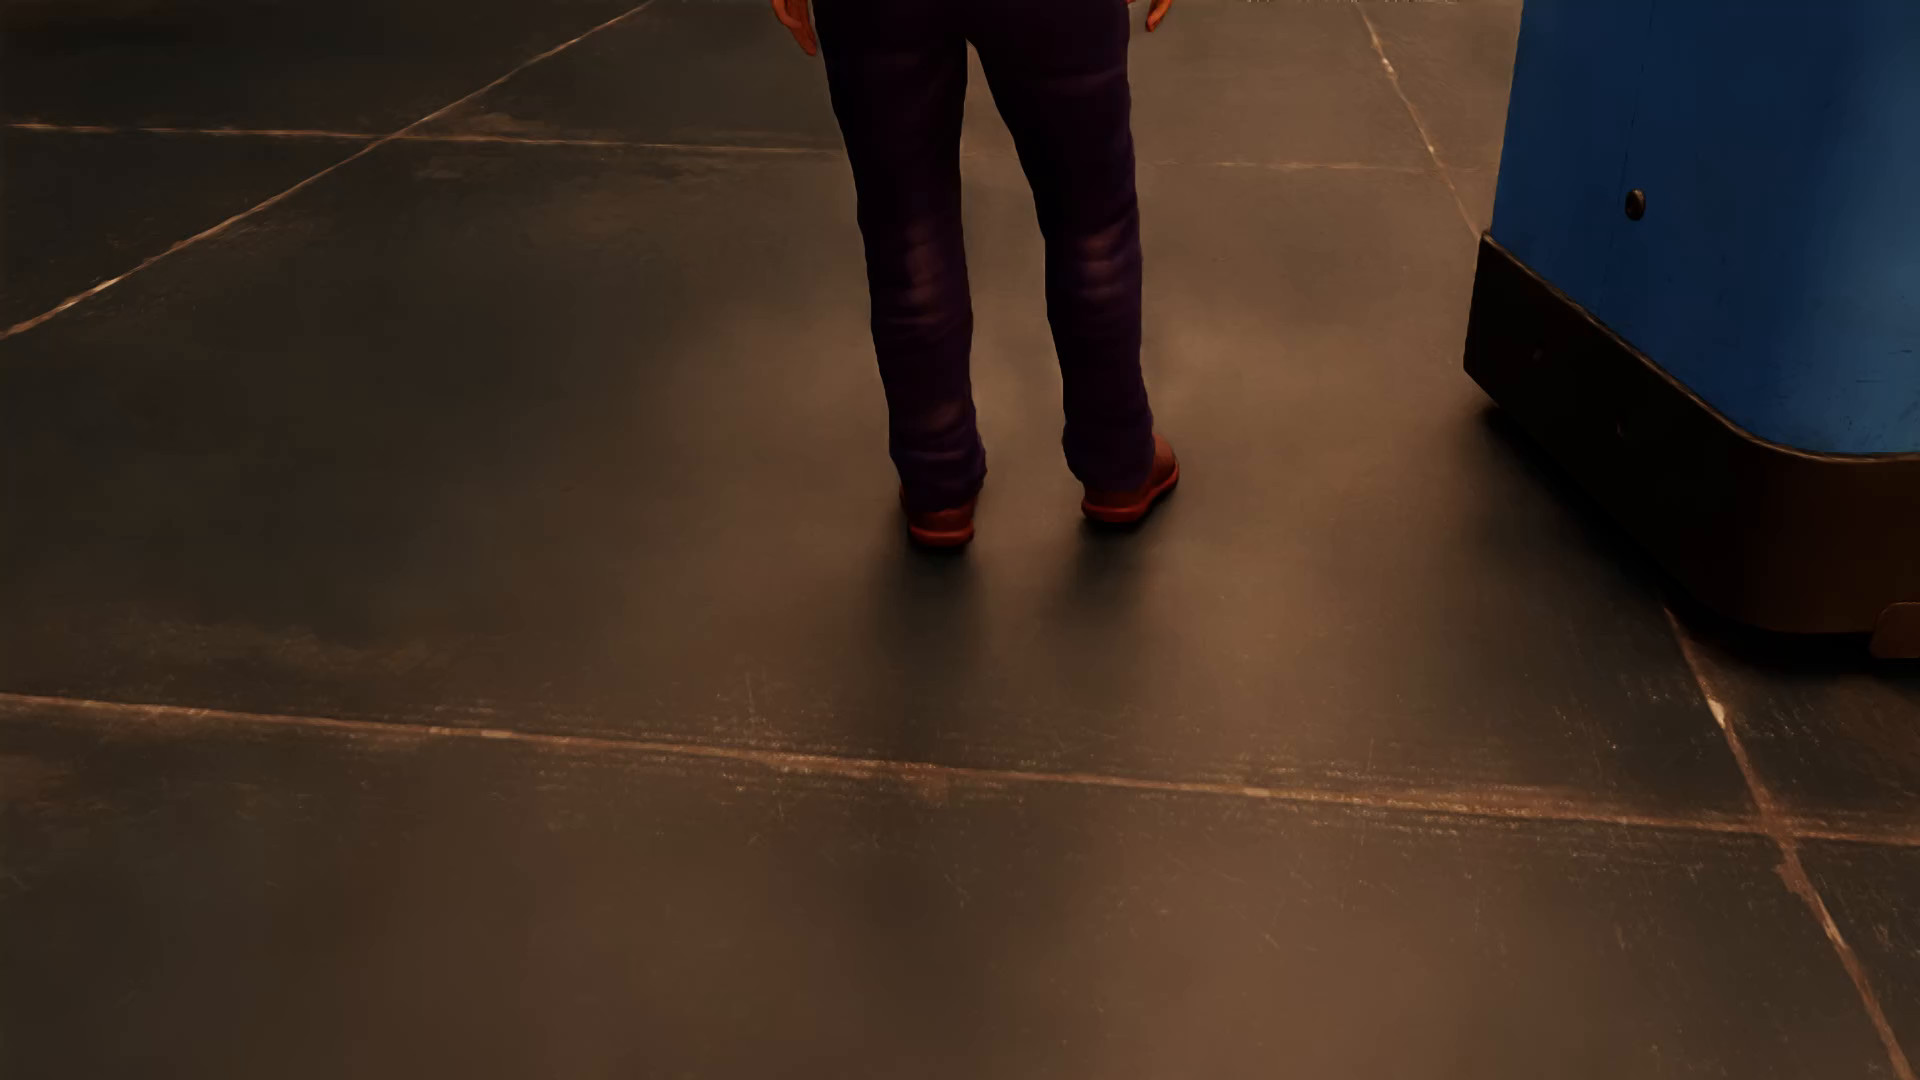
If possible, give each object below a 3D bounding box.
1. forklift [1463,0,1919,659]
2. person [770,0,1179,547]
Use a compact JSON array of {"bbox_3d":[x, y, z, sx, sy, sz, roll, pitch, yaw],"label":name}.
[{"bbox_3d":[2.438,-1.416,2.055,3.031,2.935,1.130,-2,27,-4],"label":"forklift"},{"bbox_3d":[0.034,-0.778,2.208,0.599,1.640,0.502,3,27,7],"label":"person"}]
